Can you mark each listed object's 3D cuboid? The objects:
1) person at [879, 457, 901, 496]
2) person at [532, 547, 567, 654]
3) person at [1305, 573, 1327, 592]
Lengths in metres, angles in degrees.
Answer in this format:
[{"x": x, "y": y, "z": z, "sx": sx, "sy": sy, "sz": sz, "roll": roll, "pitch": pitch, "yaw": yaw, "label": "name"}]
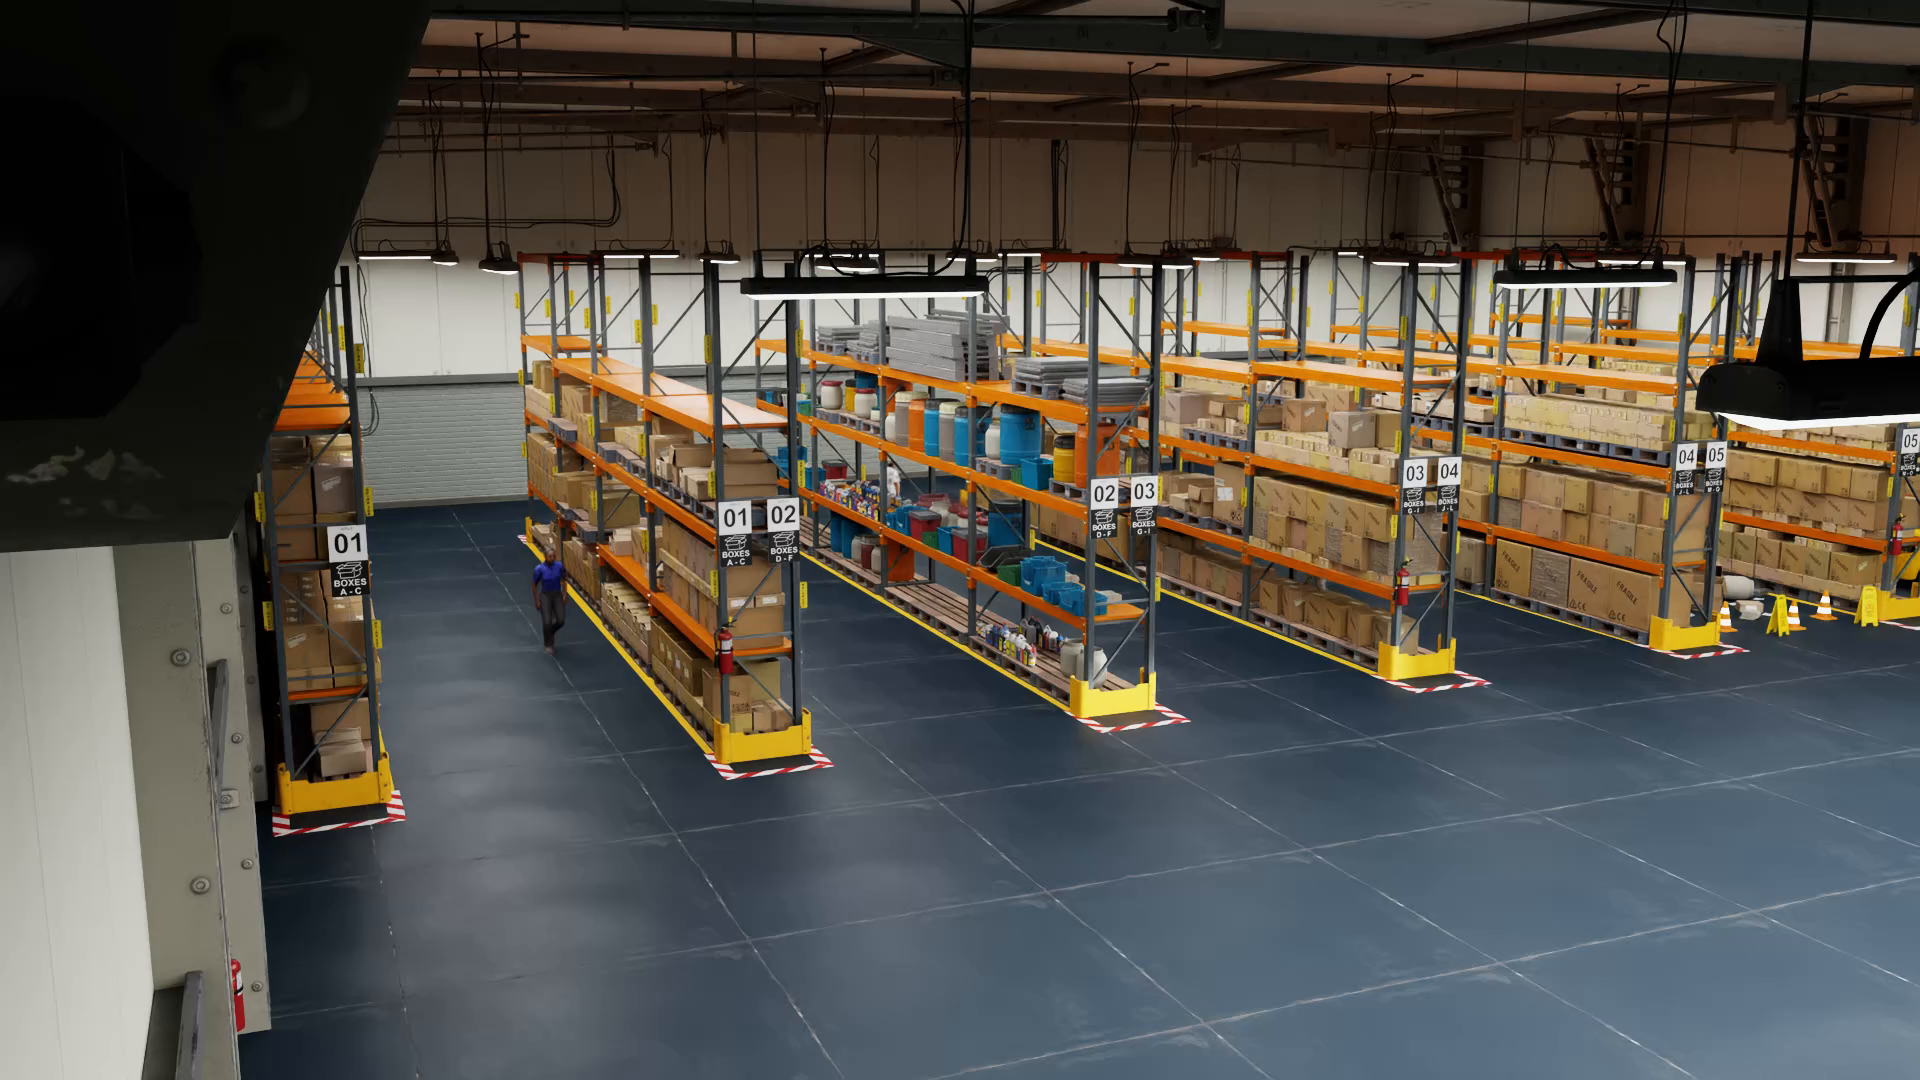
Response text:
[{"x": -1.502, "y": -0.947, "z": 35.609, "sx": 0.540, "sy": 1.662, "sz": 0.489, "roll": 6, "pitch": 12, "yaw": 32, "label": "person"}, {"x": -6.330, "y": 0.901, "z": 25.641, "sx": 0.540, "sy": 1.640, "sz": 0.517, "roll": -6, "pitch": 12, "yaw": -30, "label": "person"}, {"x": 6.417, "y": 0.131, "z": 29.538, "sx": 0.563, "sy": 1.671, "sz": 1.011, "roll": -5, "pitch": 11, "yaw": -25, "label": "person"}]
